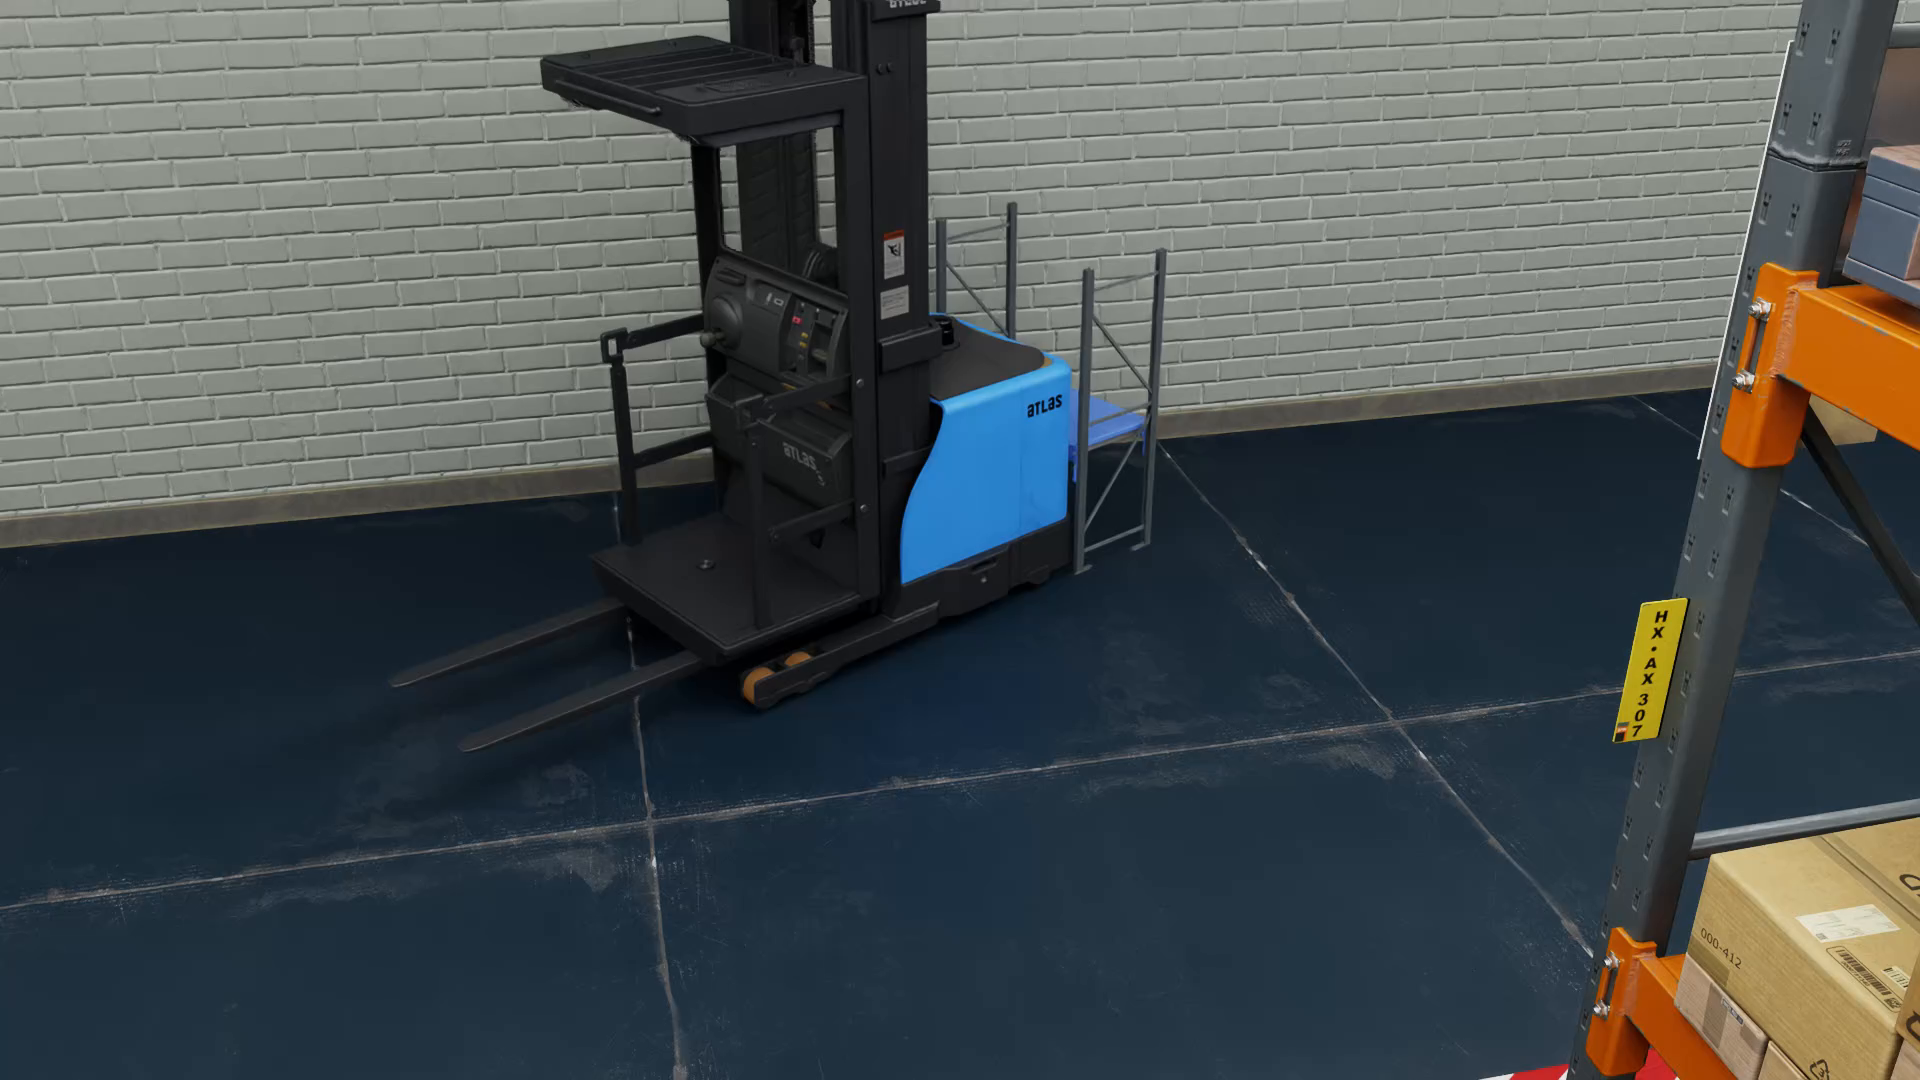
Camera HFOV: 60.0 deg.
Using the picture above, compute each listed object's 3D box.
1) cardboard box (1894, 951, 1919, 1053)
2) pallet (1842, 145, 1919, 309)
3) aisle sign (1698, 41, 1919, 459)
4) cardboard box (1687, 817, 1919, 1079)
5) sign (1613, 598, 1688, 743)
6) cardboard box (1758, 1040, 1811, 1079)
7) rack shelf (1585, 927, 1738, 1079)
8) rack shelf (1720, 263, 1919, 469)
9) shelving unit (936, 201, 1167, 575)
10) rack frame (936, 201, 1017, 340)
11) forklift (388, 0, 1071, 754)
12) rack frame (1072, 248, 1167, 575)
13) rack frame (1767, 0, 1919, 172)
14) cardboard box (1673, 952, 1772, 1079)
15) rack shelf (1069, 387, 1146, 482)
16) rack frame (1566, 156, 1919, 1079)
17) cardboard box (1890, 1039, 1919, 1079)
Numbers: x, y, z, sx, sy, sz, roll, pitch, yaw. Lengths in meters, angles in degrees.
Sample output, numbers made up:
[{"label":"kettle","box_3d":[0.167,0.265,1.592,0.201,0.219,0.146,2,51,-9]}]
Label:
[{"label":"cardboard box","box_3d":[1.888,0.691,2.557,0.500,0.500,0.500,-7,28,-13]},{"label":"pallet","box_3d":[2.107,-0.341,2.367,1.003,0.211,1.213,-6,27,-12]},{"label":"aisle sign","box_3d":[1.621,-0.528,3.082,0.394,0.787,0.004,-6,27,-12]},{"label":"cardboard box","box_3d":[1.775,0.806,3.161,0.500,0.250,0.500,-7,28,-13]},{"label":"sign","box_3d":[1.388,0.265,3.347,0.100,0.325,0.005,-6,27,-12]},{"label":"cardboard box","box_3d":[1.748,1.047,3.125,0.380,0.149,0.250,-6,27,-12]},{"label":"rack shelf","box_3d":[2.381,1.833,2.089,1.077,0.370,4.000,-6,27,-12]},{"label":"rack shelf","box_3d":[2.381,0.494,1.413,1.077,0.370,4.000,-6,27,-12]},{"label":"shelving unit","box_3d":[0.411,-0.757,8.085,0.538,1.500,1.048,-21,33,-35]},{"label":"rack frame","box_3d":[0.084,-0.932,8.432,0.500,1.500,0.032,-21,33,-35]},{"label":"forklift","box_3d":[-0.926,-0.879,6.738,3.031,2.935,1.130,-21,34,-36]},{"label":"rack frame","box_3d":[0.738,-0.582,7.738,0.500,1.500,0.032,-21,33,-35]},{"label":"rack frame","box_3d":[1.930,-2.045,2.314,1.000,3.000,0.127,-6,27,-12]},{"label":"cardboard box","box_3d":[1.688,0.935,3.347,0.380,0.149,0.250,-6,27,-11]},{"label":"rack shelf","box_3d":[0.411,-0.596,8.166,0.538,0.185,1.000,-21,33,-35]},{"label":"rack frame","box_3d":[1.930,0.633,3.666,1.000,3.000,0.127,-6,27,-12]},{"label":"cardboard box","box_3d":[1.899,1.033,2.710,0.500,0.250,0.500,-6,27,-12]}]
